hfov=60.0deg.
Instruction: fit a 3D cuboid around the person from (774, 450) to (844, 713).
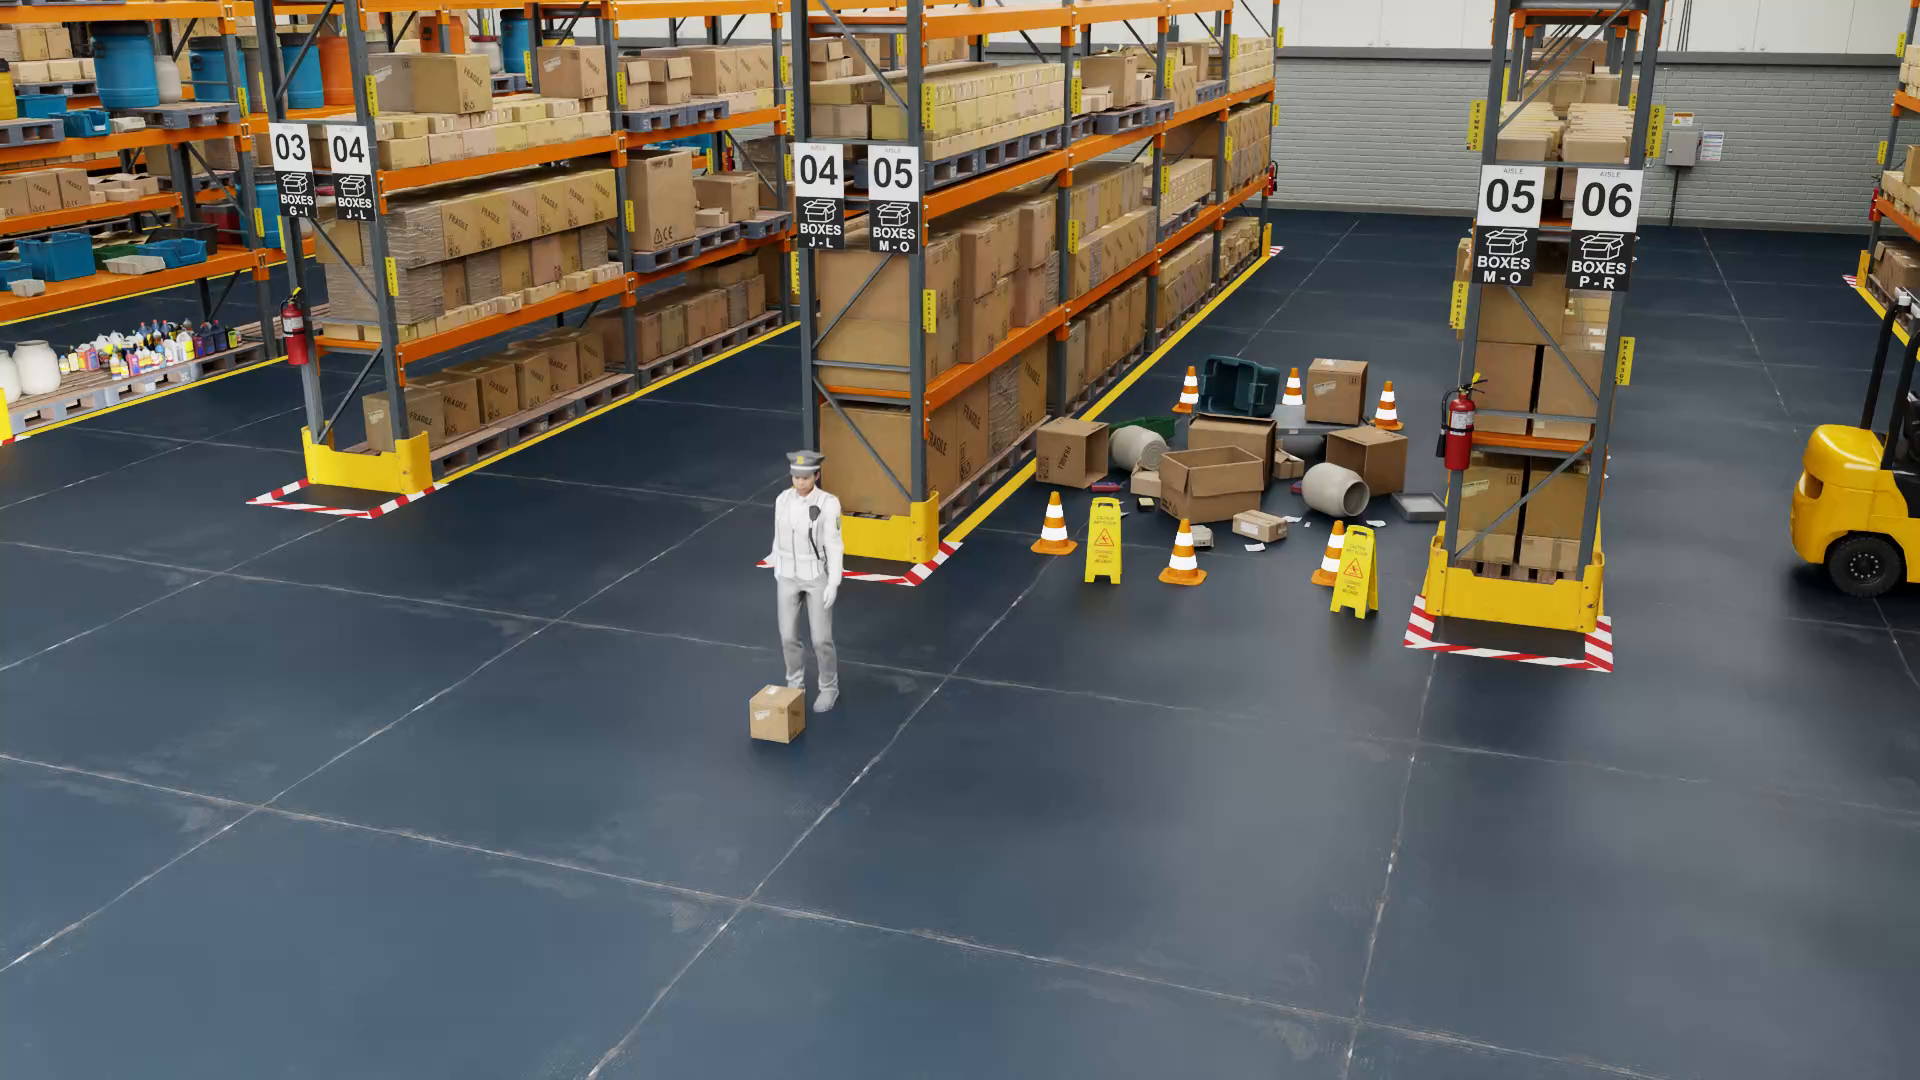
[{"bbox_3d":[-0.949,0.256,10.327,0.467,1.680,0.329,7,20,19],"label":"person"}]
